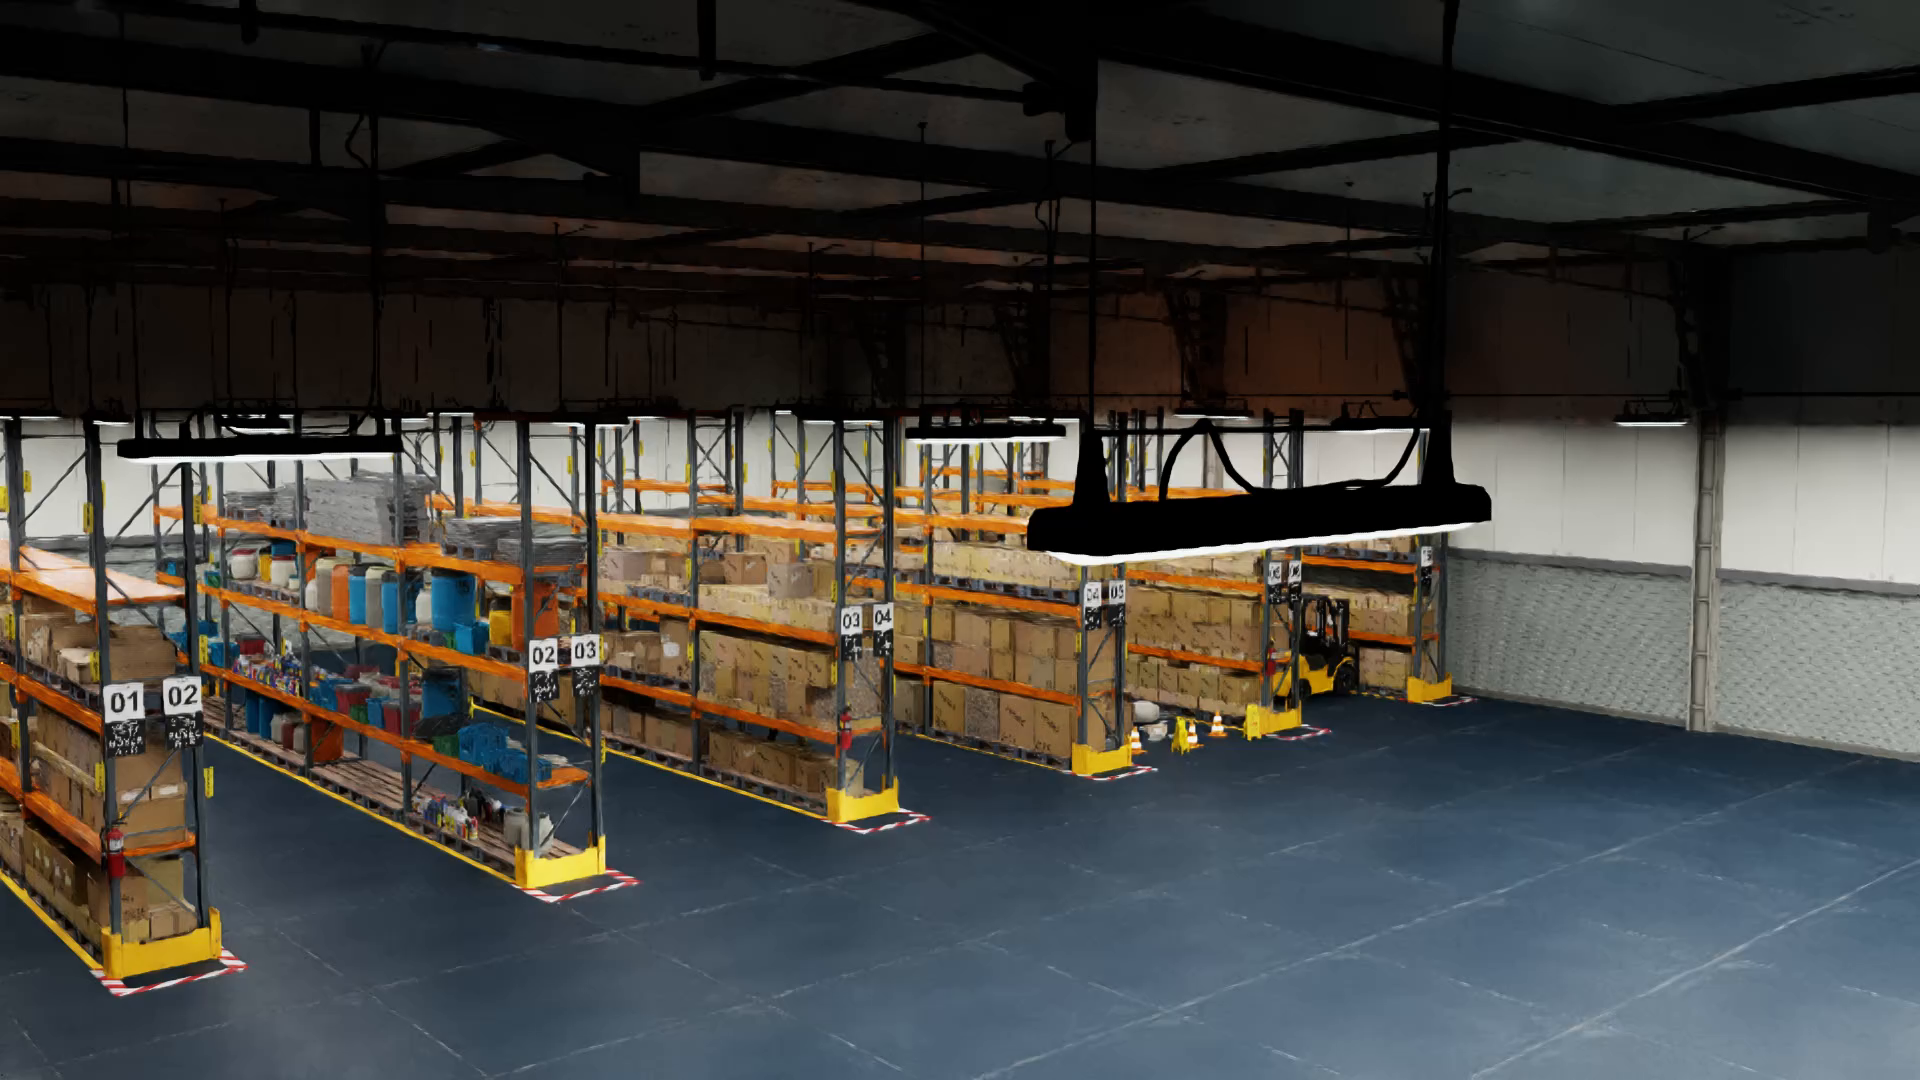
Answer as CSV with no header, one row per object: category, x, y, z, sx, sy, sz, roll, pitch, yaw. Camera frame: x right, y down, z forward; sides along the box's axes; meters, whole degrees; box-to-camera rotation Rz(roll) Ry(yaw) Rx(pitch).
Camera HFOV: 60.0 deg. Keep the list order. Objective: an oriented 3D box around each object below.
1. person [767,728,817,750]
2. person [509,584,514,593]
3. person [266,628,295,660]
person,-3.044,2.883,29.416,0.598,1.698,1.193,-4,6,-39
person,-10.891,1.917,40.575,0.572,1.689,1.128,-5,7,-43
person,-13.708,2.563,33.600,0.502,1.624,0.976,-5,7,-42
